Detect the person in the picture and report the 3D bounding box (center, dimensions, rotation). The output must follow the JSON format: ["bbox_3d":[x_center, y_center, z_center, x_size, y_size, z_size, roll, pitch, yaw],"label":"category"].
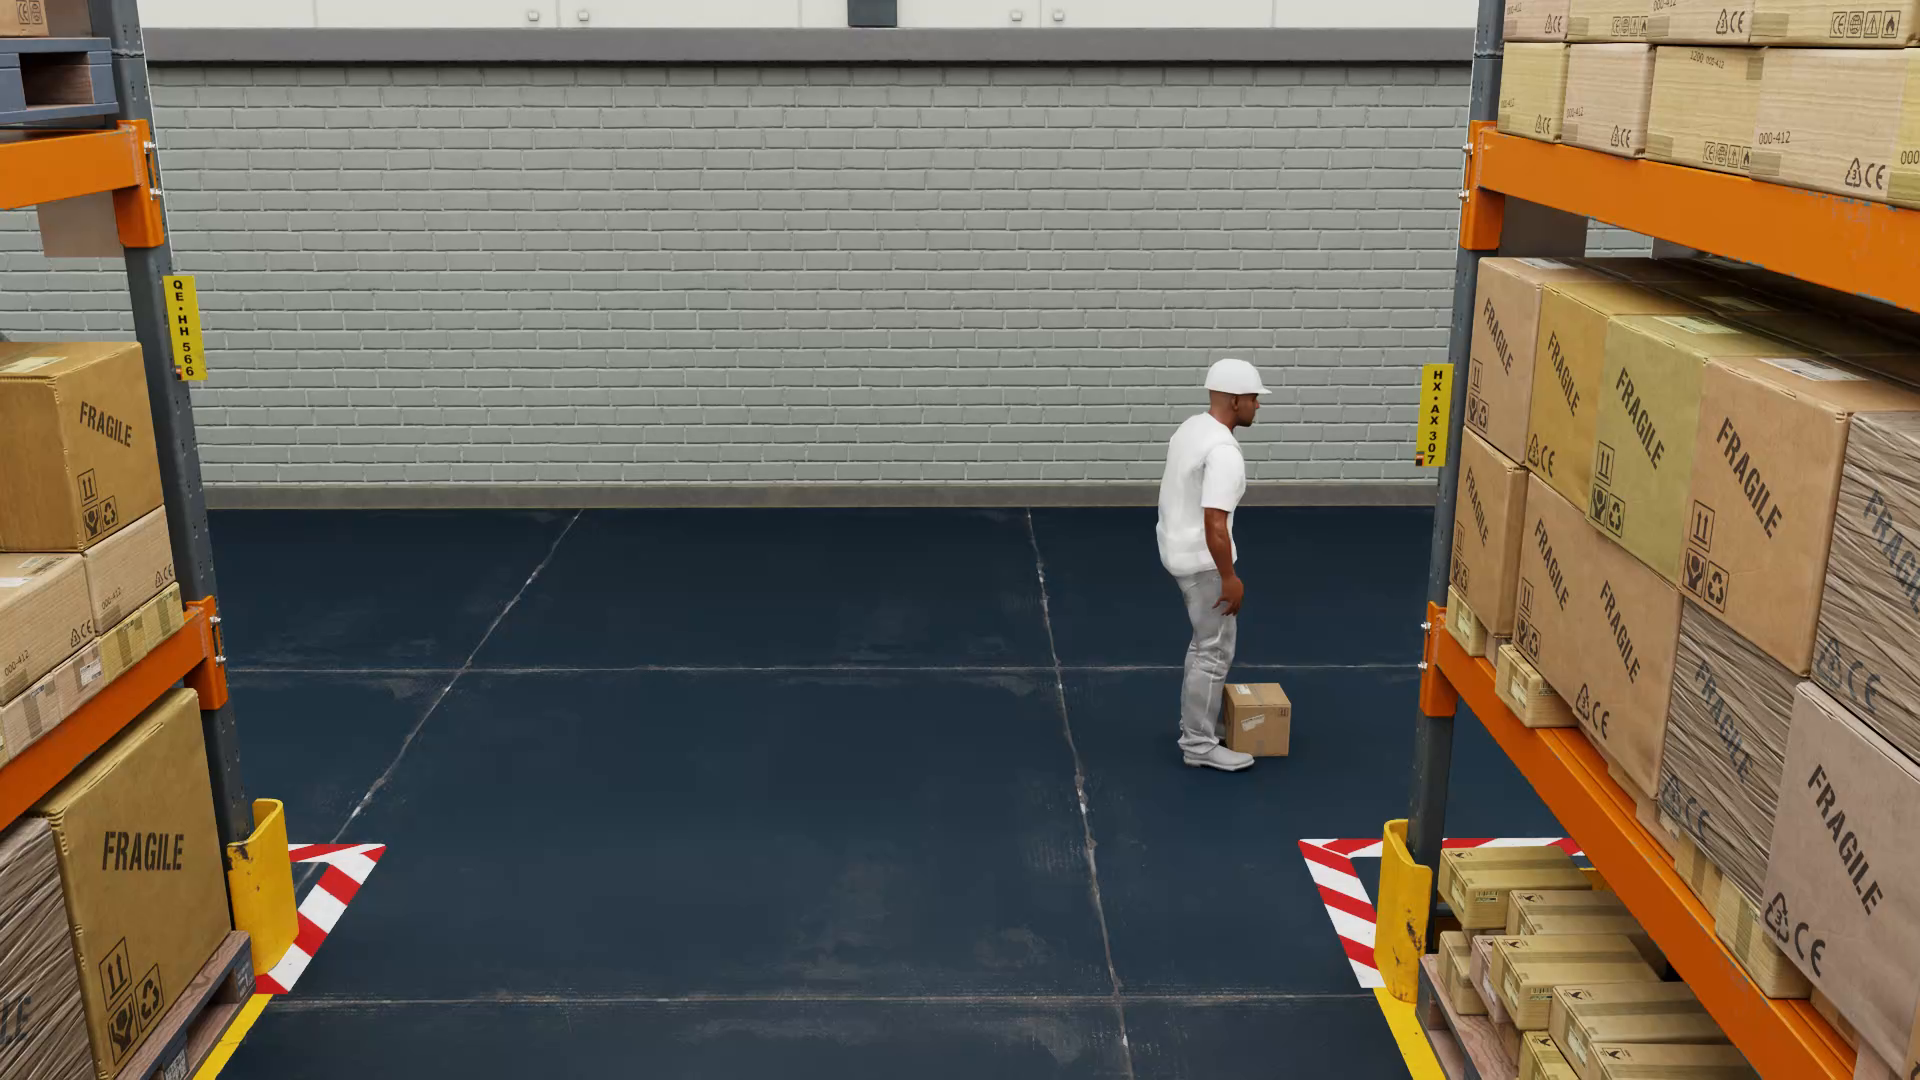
[{"bbox_3d":[1.095,0.087,7.233,0.462,1.759,0.633,-1,17,-4],"label":"person"}]
